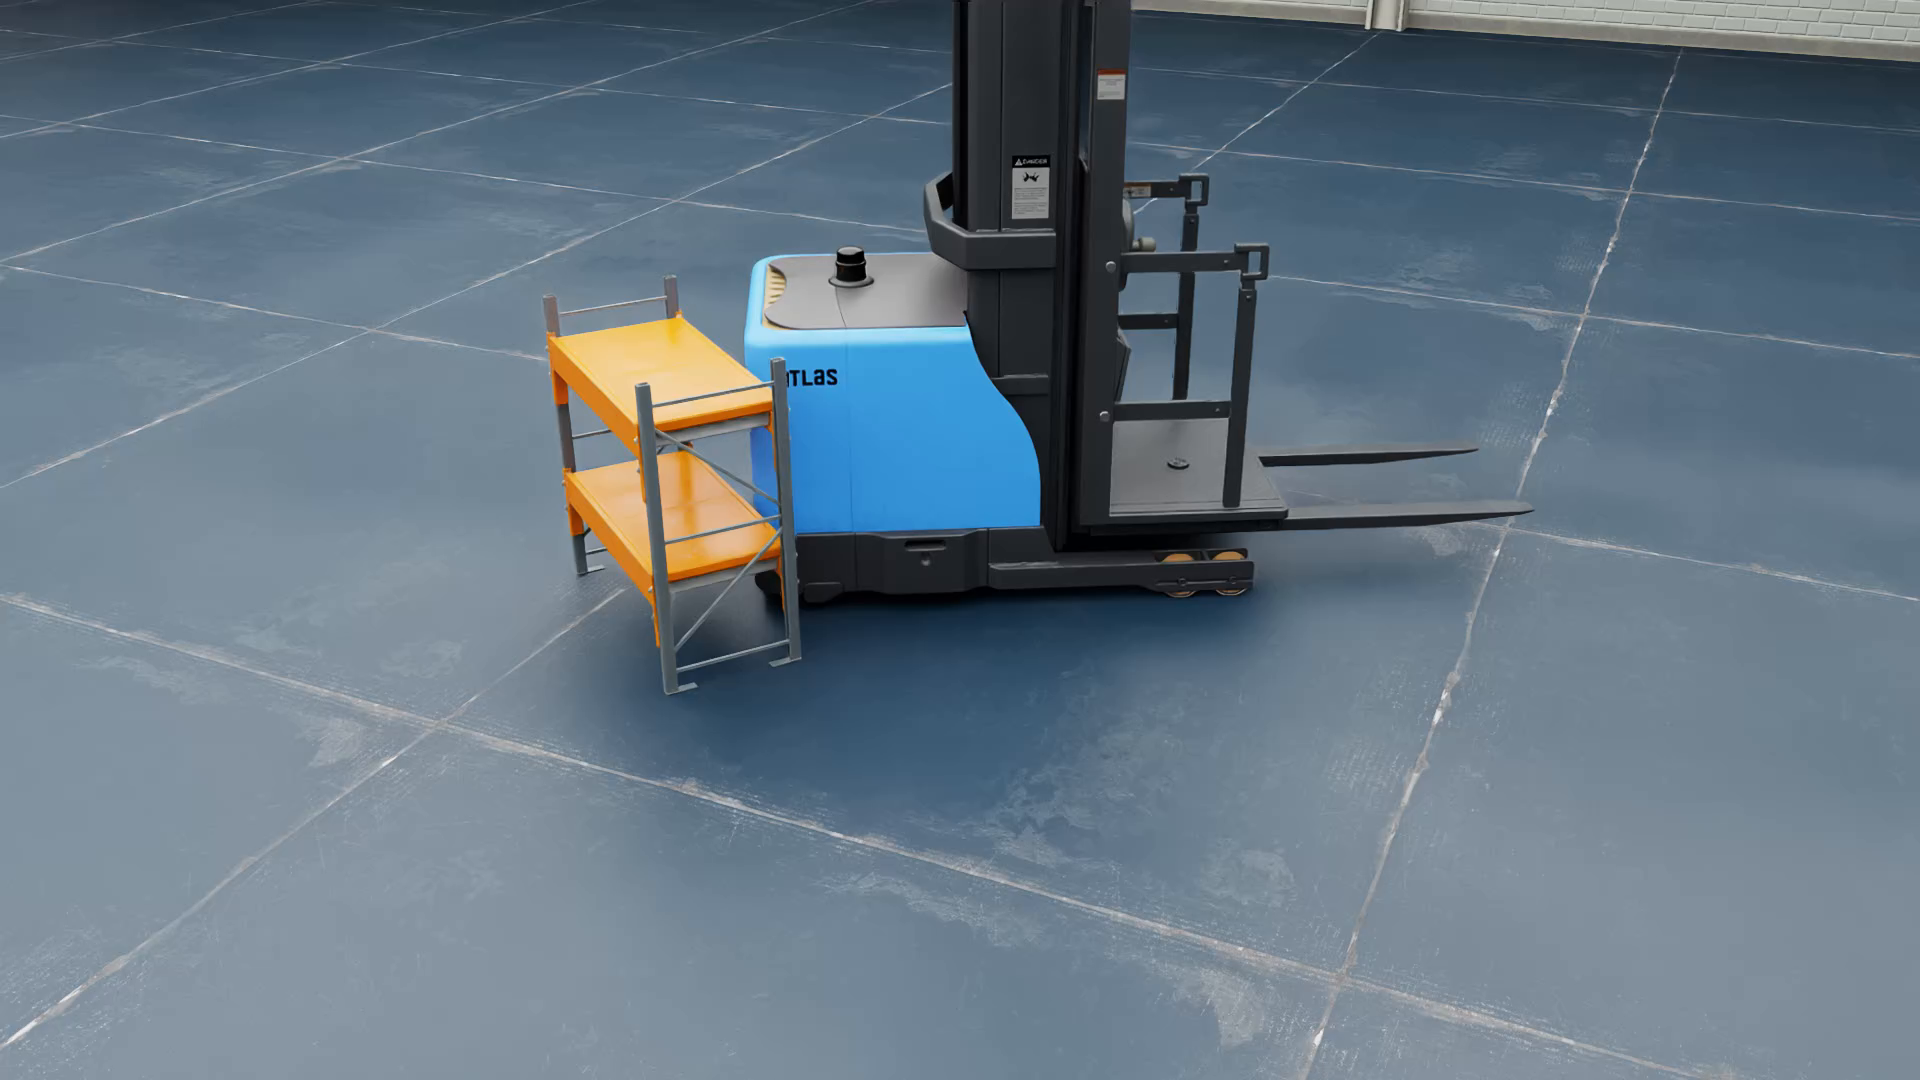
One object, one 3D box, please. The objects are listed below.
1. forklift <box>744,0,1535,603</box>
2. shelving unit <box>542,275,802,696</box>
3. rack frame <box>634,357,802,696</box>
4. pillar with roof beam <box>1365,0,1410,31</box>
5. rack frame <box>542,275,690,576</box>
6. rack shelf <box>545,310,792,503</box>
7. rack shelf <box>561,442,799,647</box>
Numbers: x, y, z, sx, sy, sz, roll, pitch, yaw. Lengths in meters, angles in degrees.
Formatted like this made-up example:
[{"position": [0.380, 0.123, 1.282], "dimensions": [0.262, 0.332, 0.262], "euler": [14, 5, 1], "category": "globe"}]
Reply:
[{"position": [0.707, -1.328, 6.128], "dimensions": [3.031, 2.935, 1.130], "euler": [-2, 26, -4], "category": "forklift"}, {"position": [-1.034, -0.229, 5.938], "dimensions": [0.538, 1.125, 1.048], "euler": [-14, 29, -25], "category": "shelving unit"}, {"position": [-0.789, -0.032, 5.538], "dimensions": [0.500, 1.125, 0.032], "euler": [-14, 29, -25], "category": "rack frame"}, {"position": [2.835, -7.857, 12.520], "dimensions": [0.400, 9.000, 9.100], "euler": [11, 28, 22], "category": "pillar with roof beam"}, {"position": [-1.278, -0.426, 6.338], "dimensions": [0.500, 1.125, 0.032], "euler": [-14, 29, -25], "category": "rack frame"}, {"position": [-1.035, -0.491, 5.809], "dimensions": [0.538, 0.278, 1.000], "euler": [-14, 29, -25], "category": "rack shelf"}, {"position": [-1.033, -0.010, 6.047], "dimensions": [0.538, 0.278, 1.000], "euler": [-14, 29, -25], "category": "rack shelf"}]
